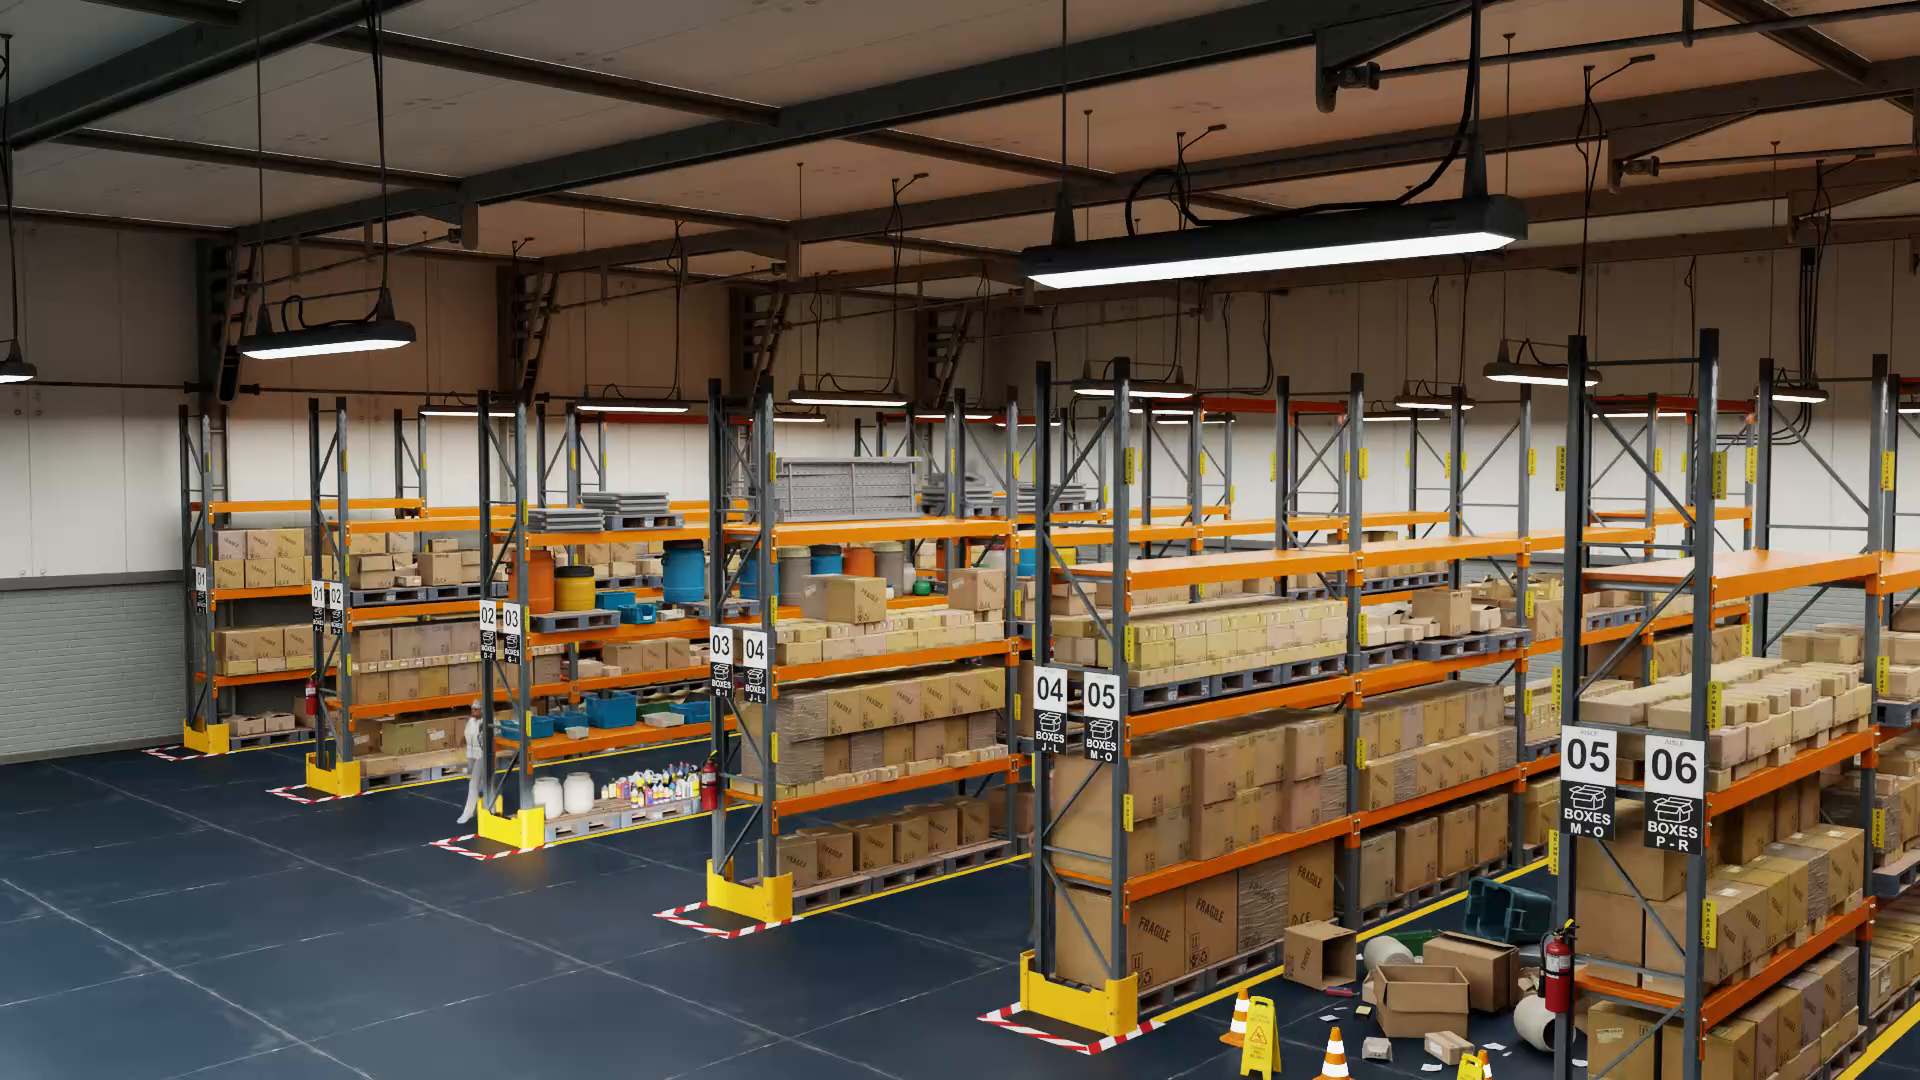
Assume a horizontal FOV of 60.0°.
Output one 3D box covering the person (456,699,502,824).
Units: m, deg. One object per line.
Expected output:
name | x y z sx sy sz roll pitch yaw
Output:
person | -6.747 3.082 23.484 0.592 1.721 0.869 2 3 29

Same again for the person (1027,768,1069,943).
person | 0.995 3.347 17.701 0.695 1.846 0.825 2 3 29

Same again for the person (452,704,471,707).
person | -8.552 2.800 28.750 0.633 1.796 0.785 2 4 31
